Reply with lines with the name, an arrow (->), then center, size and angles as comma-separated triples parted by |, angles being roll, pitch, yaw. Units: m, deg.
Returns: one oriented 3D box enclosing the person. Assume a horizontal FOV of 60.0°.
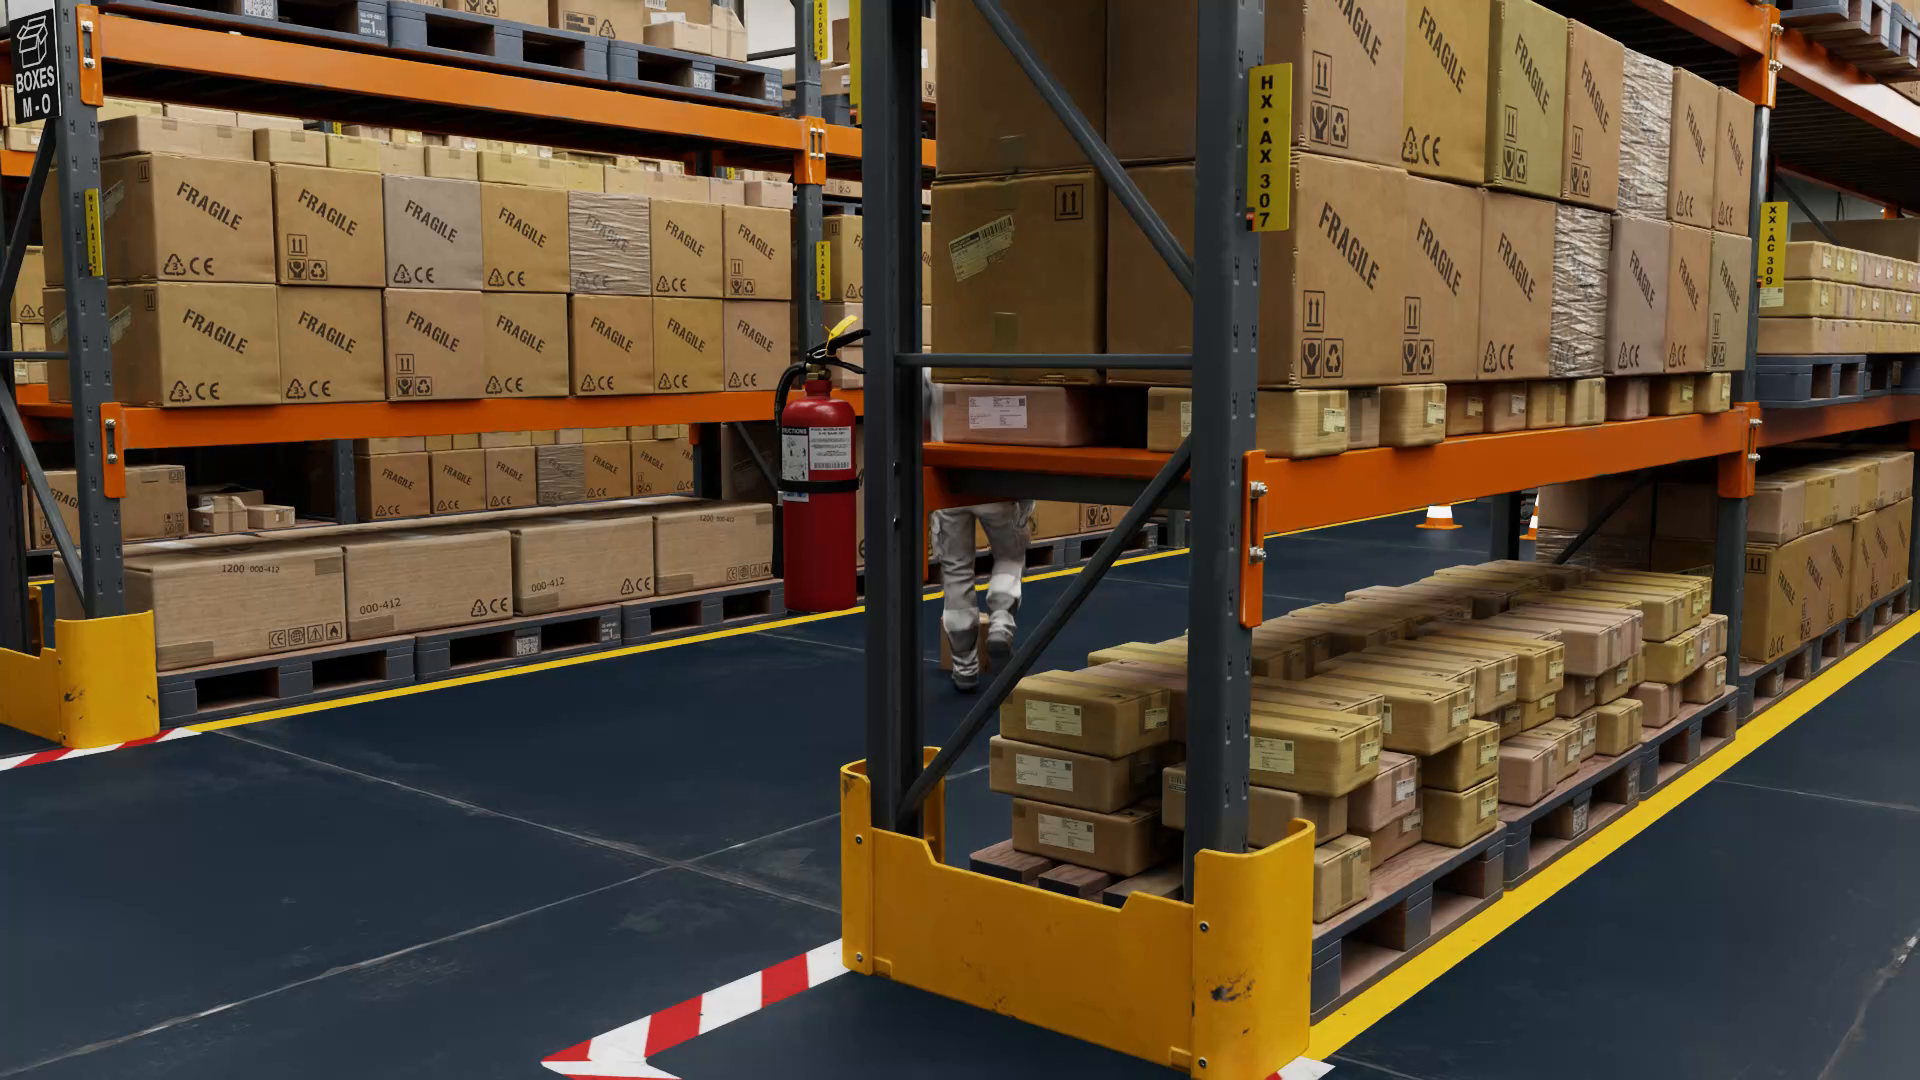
person -> 0.066, -0.231, 7.436 | 0.550, 1.785, 0.472 | 0, 7, 4
